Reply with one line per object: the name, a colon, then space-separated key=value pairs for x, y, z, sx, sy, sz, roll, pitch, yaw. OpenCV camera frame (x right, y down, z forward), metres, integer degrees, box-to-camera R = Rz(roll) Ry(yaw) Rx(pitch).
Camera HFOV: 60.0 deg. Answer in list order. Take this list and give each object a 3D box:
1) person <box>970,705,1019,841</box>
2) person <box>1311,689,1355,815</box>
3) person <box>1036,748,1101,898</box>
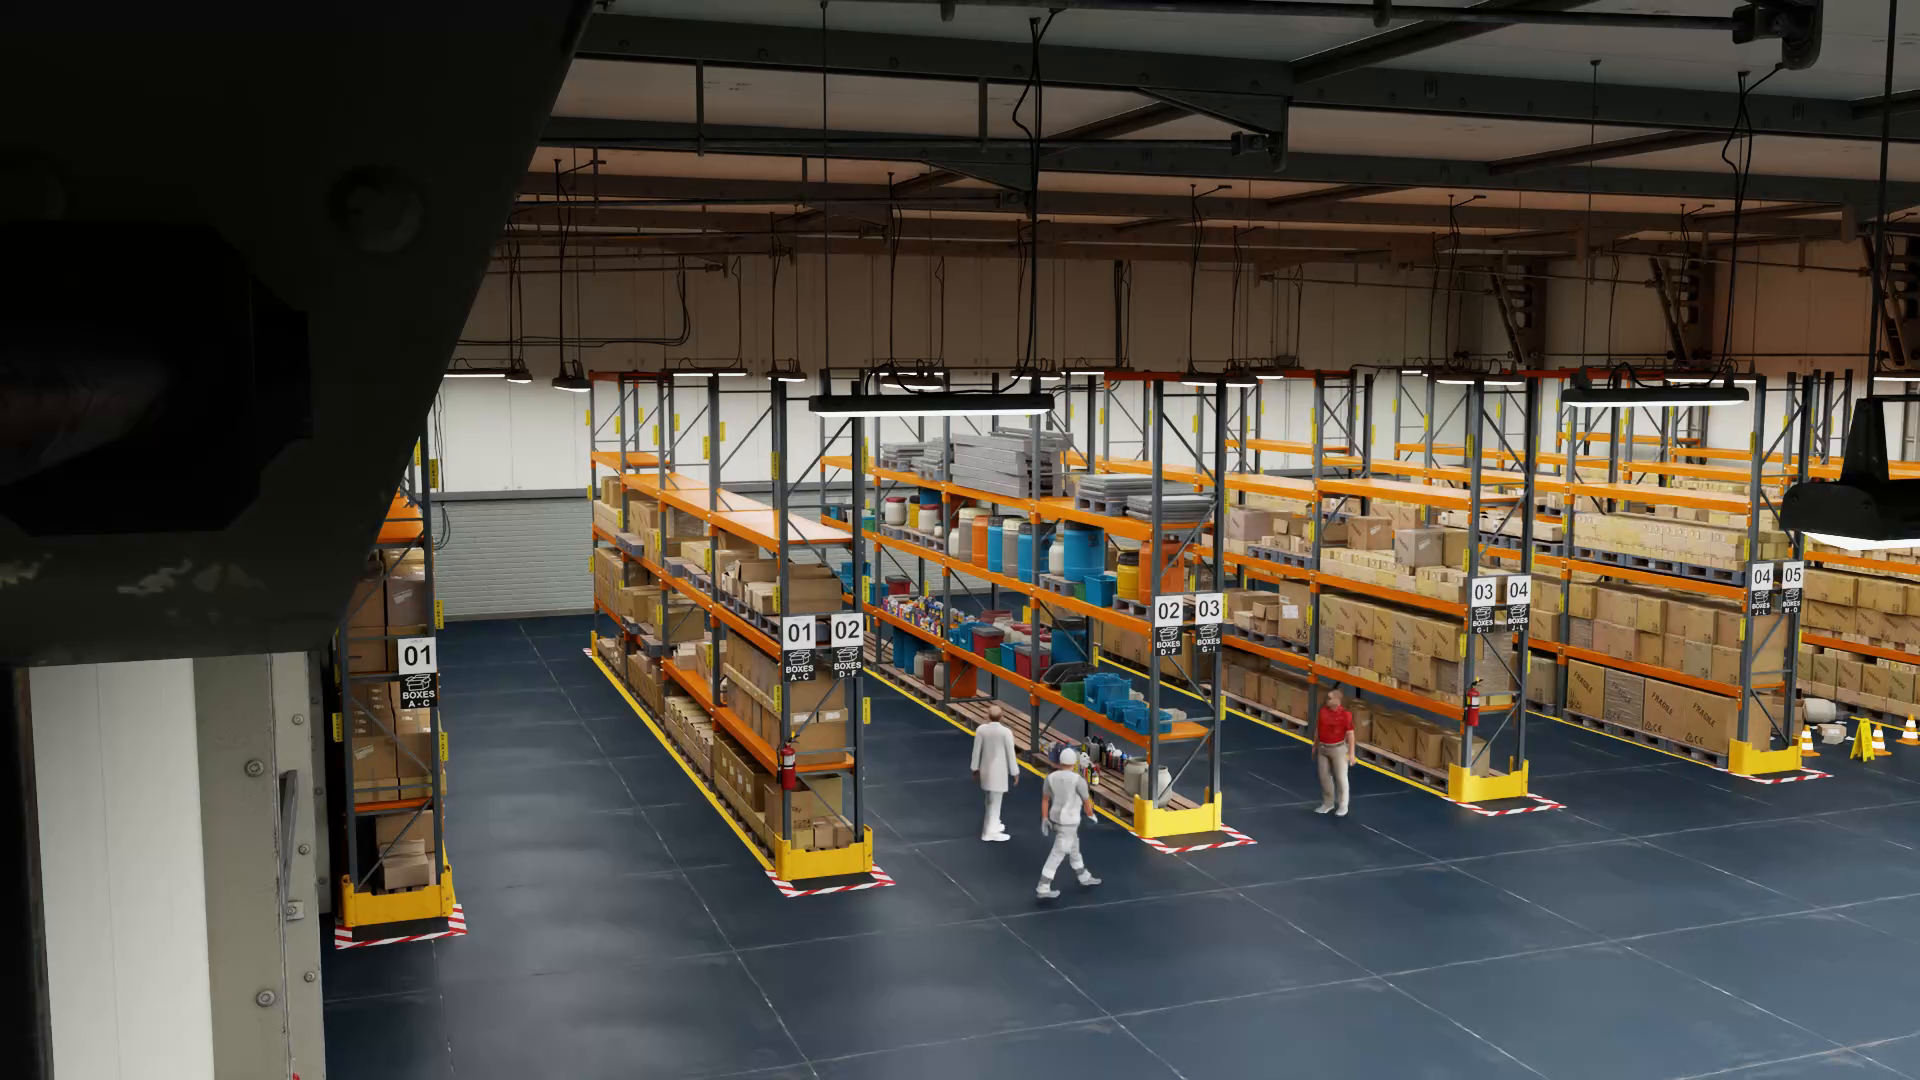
person: x=0.526 y=3.025 z=21.780 sx=0.616 sy=1.776 sz=0.627 roll=-6 pitch=9 yaw=-42
person: x=5.148 y=2.933 z=22.919 sx=0.671 sy=1.768 sz=0.409 roll=6 pitch=9 yaw=45
person: x=1.327 y=3.266 z=19.375 sx=0.991 sy=1.736 sz=0.496 roll=-3 pitch=7 yaw=-28
